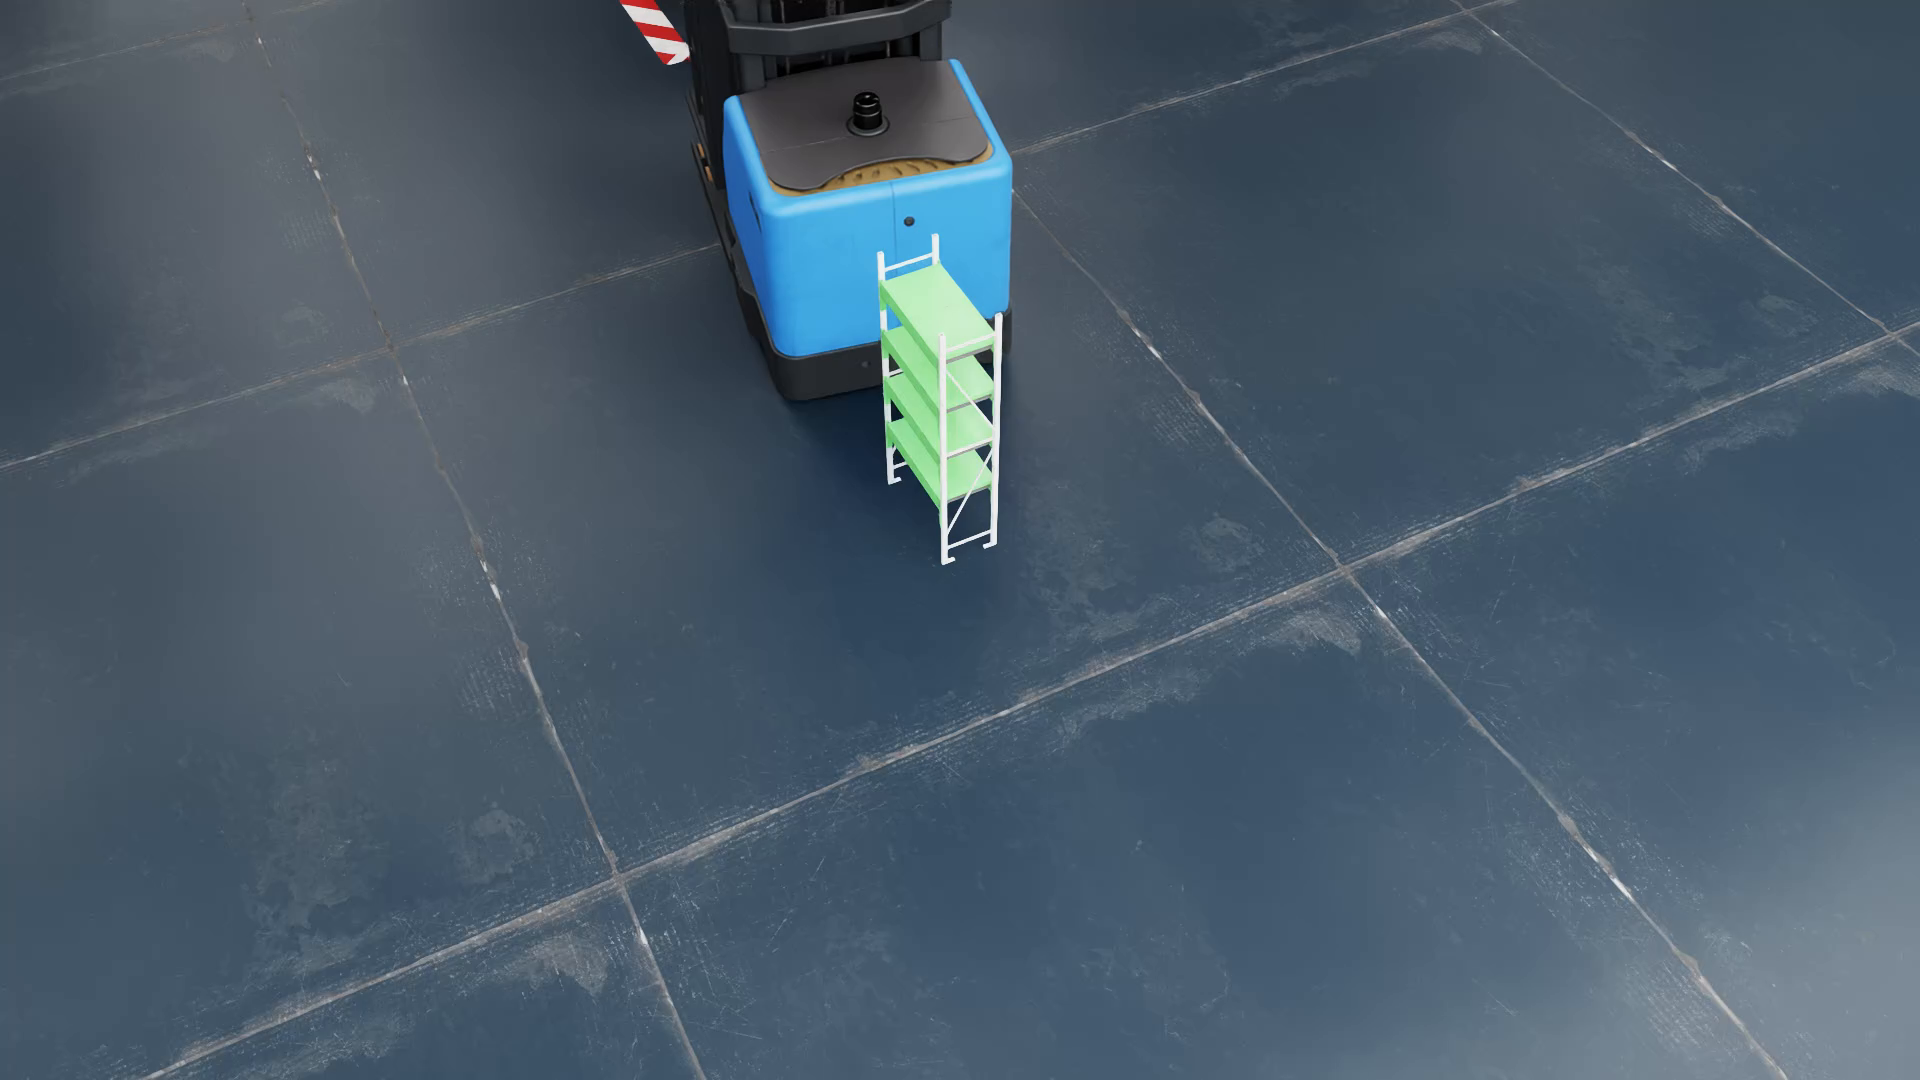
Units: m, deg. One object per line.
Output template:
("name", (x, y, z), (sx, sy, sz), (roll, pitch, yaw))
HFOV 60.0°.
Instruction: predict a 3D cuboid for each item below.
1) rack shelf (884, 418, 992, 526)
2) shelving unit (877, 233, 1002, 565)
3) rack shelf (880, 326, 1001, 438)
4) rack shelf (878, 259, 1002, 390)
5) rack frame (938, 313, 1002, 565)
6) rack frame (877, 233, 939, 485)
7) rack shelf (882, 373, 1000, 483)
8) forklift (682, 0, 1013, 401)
("rack shelf", (-0.076, -0.306, 6.517), (0.258, 0.148, 0.480), (-21, 52, -18))
("shelving unit", (-0.076, -0.506, 6.288), (0.258, 1.200, 0.503), (-21, 52, -18))
("rack shelf", (-0.076, -0.622, 6.155), (0.258, 0.148, 0.480), (-21, 52, -18))
("rack shelf", (-0.076, -0.780, 5.975), (0.258, 0.148, 0.480), (-21, 52, -18))
("rack frame", (0.036, -0.342, 6.145), (0.240, 1.200, 0.015), (-21, 52, -18))
("rack frame", (-0.187, -0.669, 6.431), (0.240, 1.200, 0.015), (-21, 52, -18))
("rack shelf", (-0.076, -0.464, 6.336), (0.258, 0.148, 0.480), (-21, 52, -18))
("forklift", (-0.686, -2.694, 7.052), (1.130, 2.935, 3.031), (-13, 50, -11))
